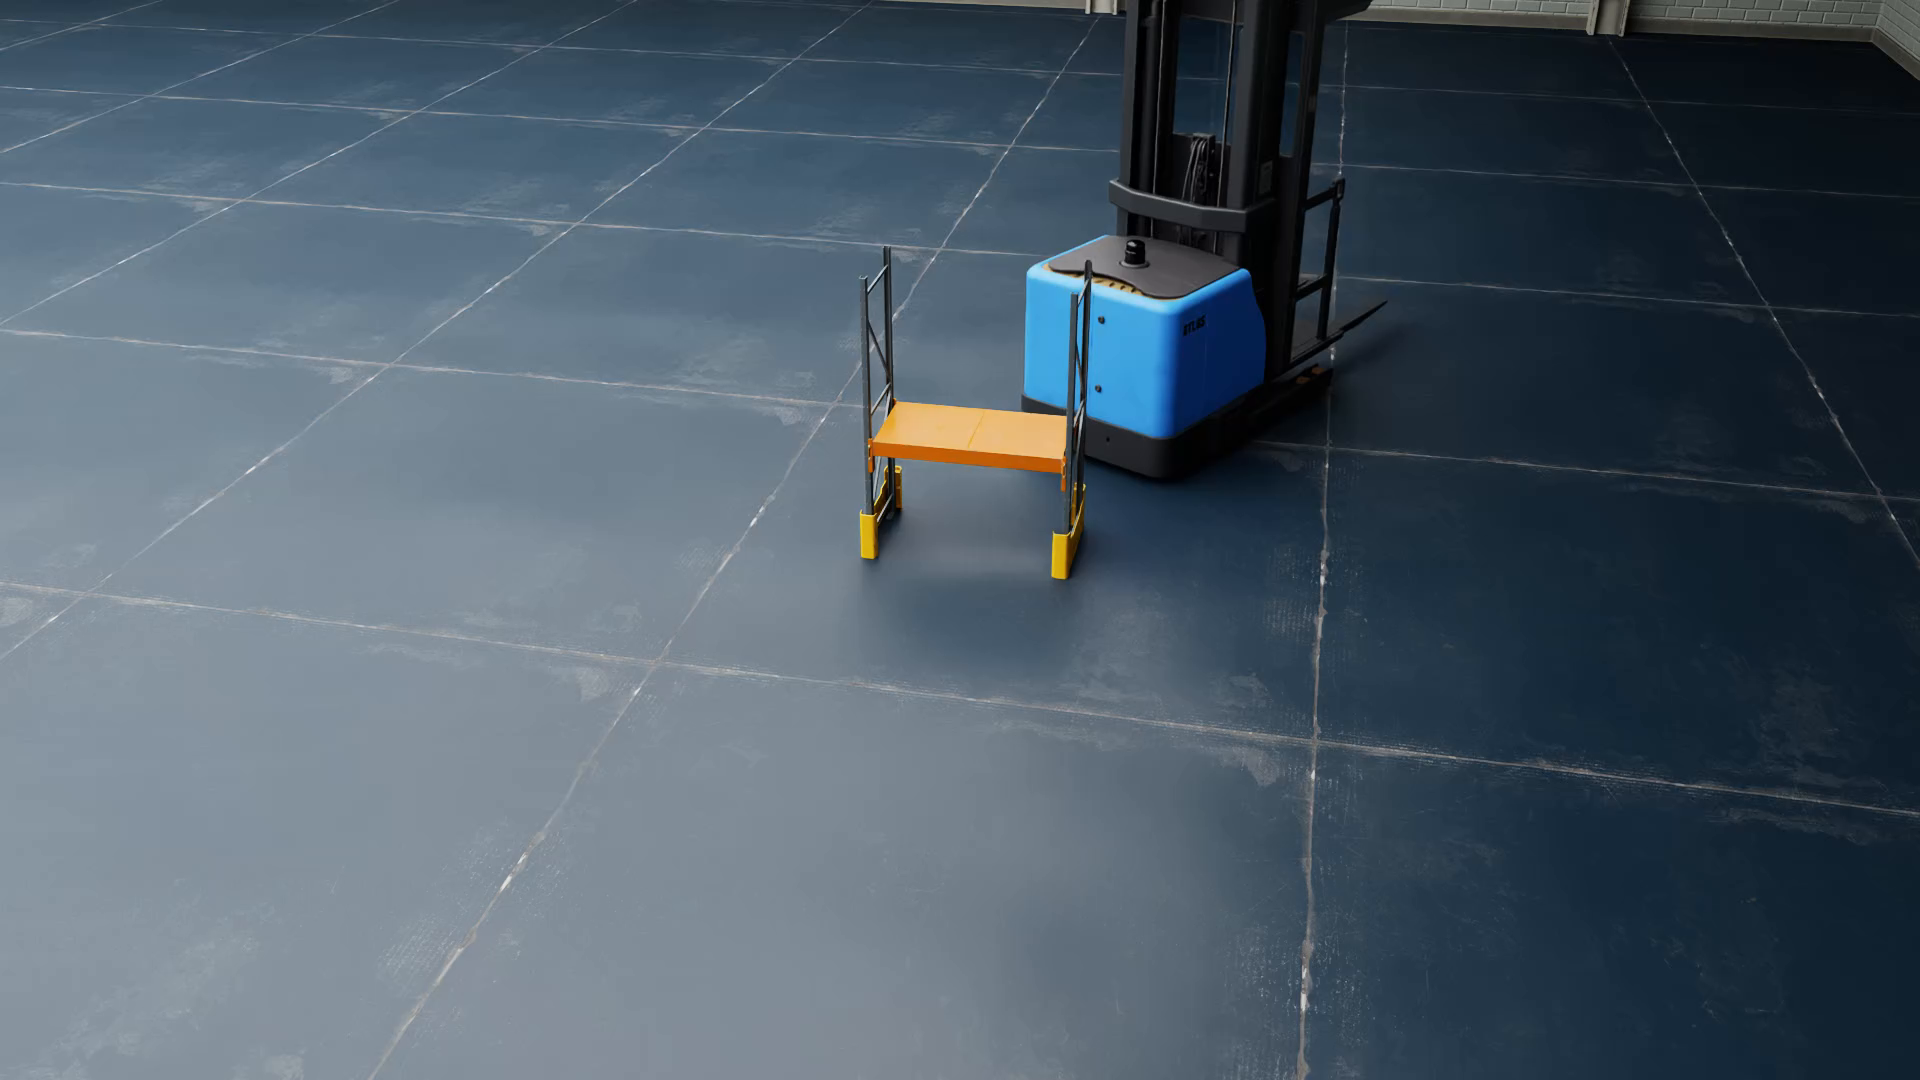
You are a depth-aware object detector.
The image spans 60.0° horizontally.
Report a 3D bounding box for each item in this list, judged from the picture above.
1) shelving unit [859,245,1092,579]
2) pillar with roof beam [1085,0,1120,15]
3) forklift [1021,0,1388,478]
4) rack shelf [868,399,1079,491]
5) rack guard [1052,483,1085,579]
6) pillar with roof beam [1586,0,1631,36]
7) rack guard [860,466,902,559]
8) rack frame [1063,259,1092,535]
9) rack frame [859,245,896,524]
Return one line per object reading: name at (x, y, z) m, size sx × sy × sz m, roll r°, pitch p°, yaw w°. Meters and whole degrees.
shelving unit at (0.075, -0.650, 8.376) m, size 1.083 × 1.500 × 0.587 m, roll 6°, pitch 29°, yaw 11°
pillar with roof beam at (0.894, -8.553, 15.002) m, size 0.400 × 9.000 × 9.100 m, roll 6°, pitch 29°, yaw 11°
forklift at (1.683, -2.267, 9.839) m, size 1.130 × 2.935 × 3.031 m, roll 22°, pitch 35°, yaw 34°
rack shelf at (0.083, -0.492, 8.461) m, size 1.000 × 0.185 × 0.538 m, roll 6°, pitch 29°, yaw 11°
rack guard at (0.562, -0.052, 8.585) m, size 0.087 × 0.250 × 0.587 m, roll 6°, pitch 29°, yaw 11°
pillar with roof beam at (6.761, -7.952, 13.903) m, size 0.400 × 9.000 × 9.100 m, roll 6°, pitch 29°, yaw 11°
rack guard at (-0.412, -0.152, 8.767) m, size 0.087 × 0.250 × 0.587 m, roll 6°, pitch 29°, yaw 11°
rack frame at (0.581, -0.598, 8.281) m, size 0.032 × 1.500 × 0.500 m, roll 6°, pitch 29°, yaw 11°
rack frame at (-0.414, -0.700, 8.467) m, size 0.032 × 1.500 × 0.500 m, roll 6°, pitch 29°, yaw 11°
